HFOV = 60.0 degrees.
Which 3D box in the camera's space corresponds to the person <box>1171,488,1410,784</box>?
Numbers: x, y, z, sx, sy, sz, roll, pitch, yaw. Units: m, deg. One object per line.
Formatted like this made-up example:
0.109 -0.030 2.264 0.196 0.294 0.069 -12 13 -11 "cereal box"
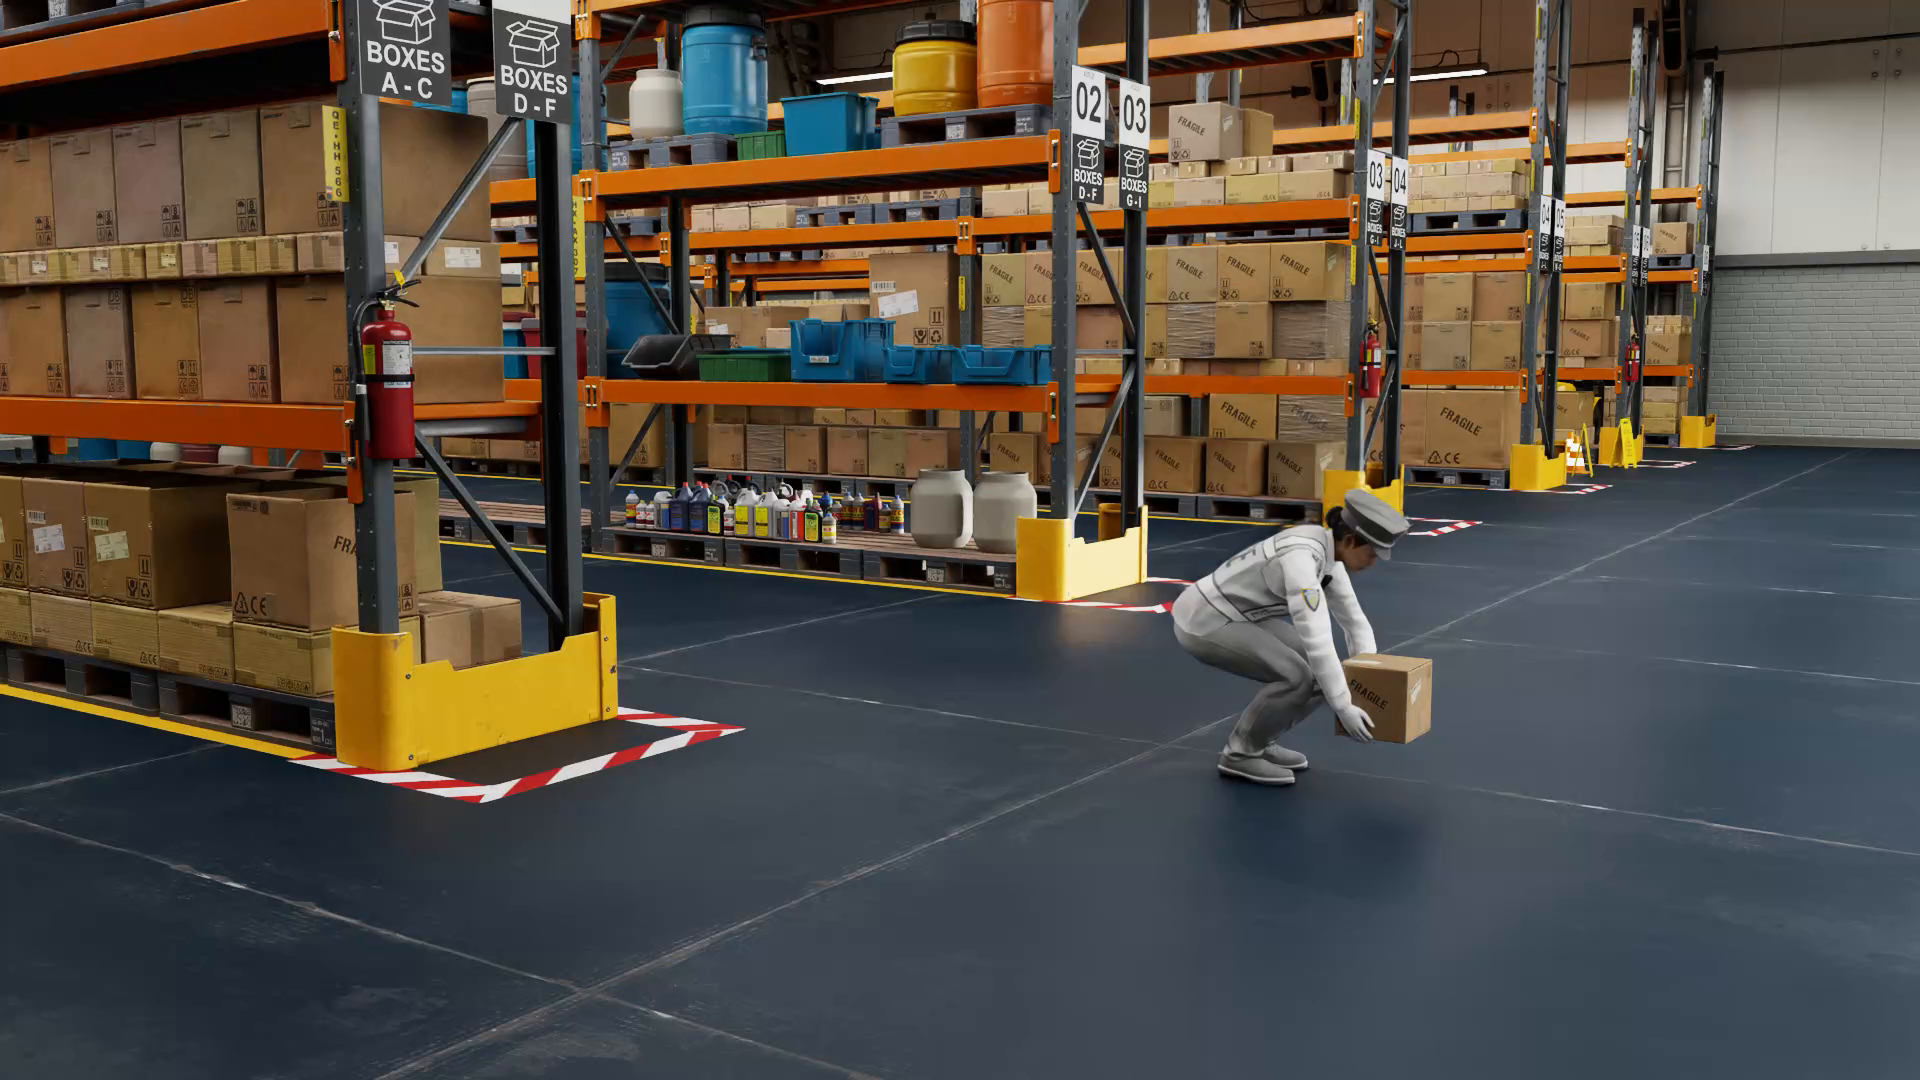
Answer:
1.175 0.329 5.916 0.819 1.036 0.497 4 8 33 "person"
